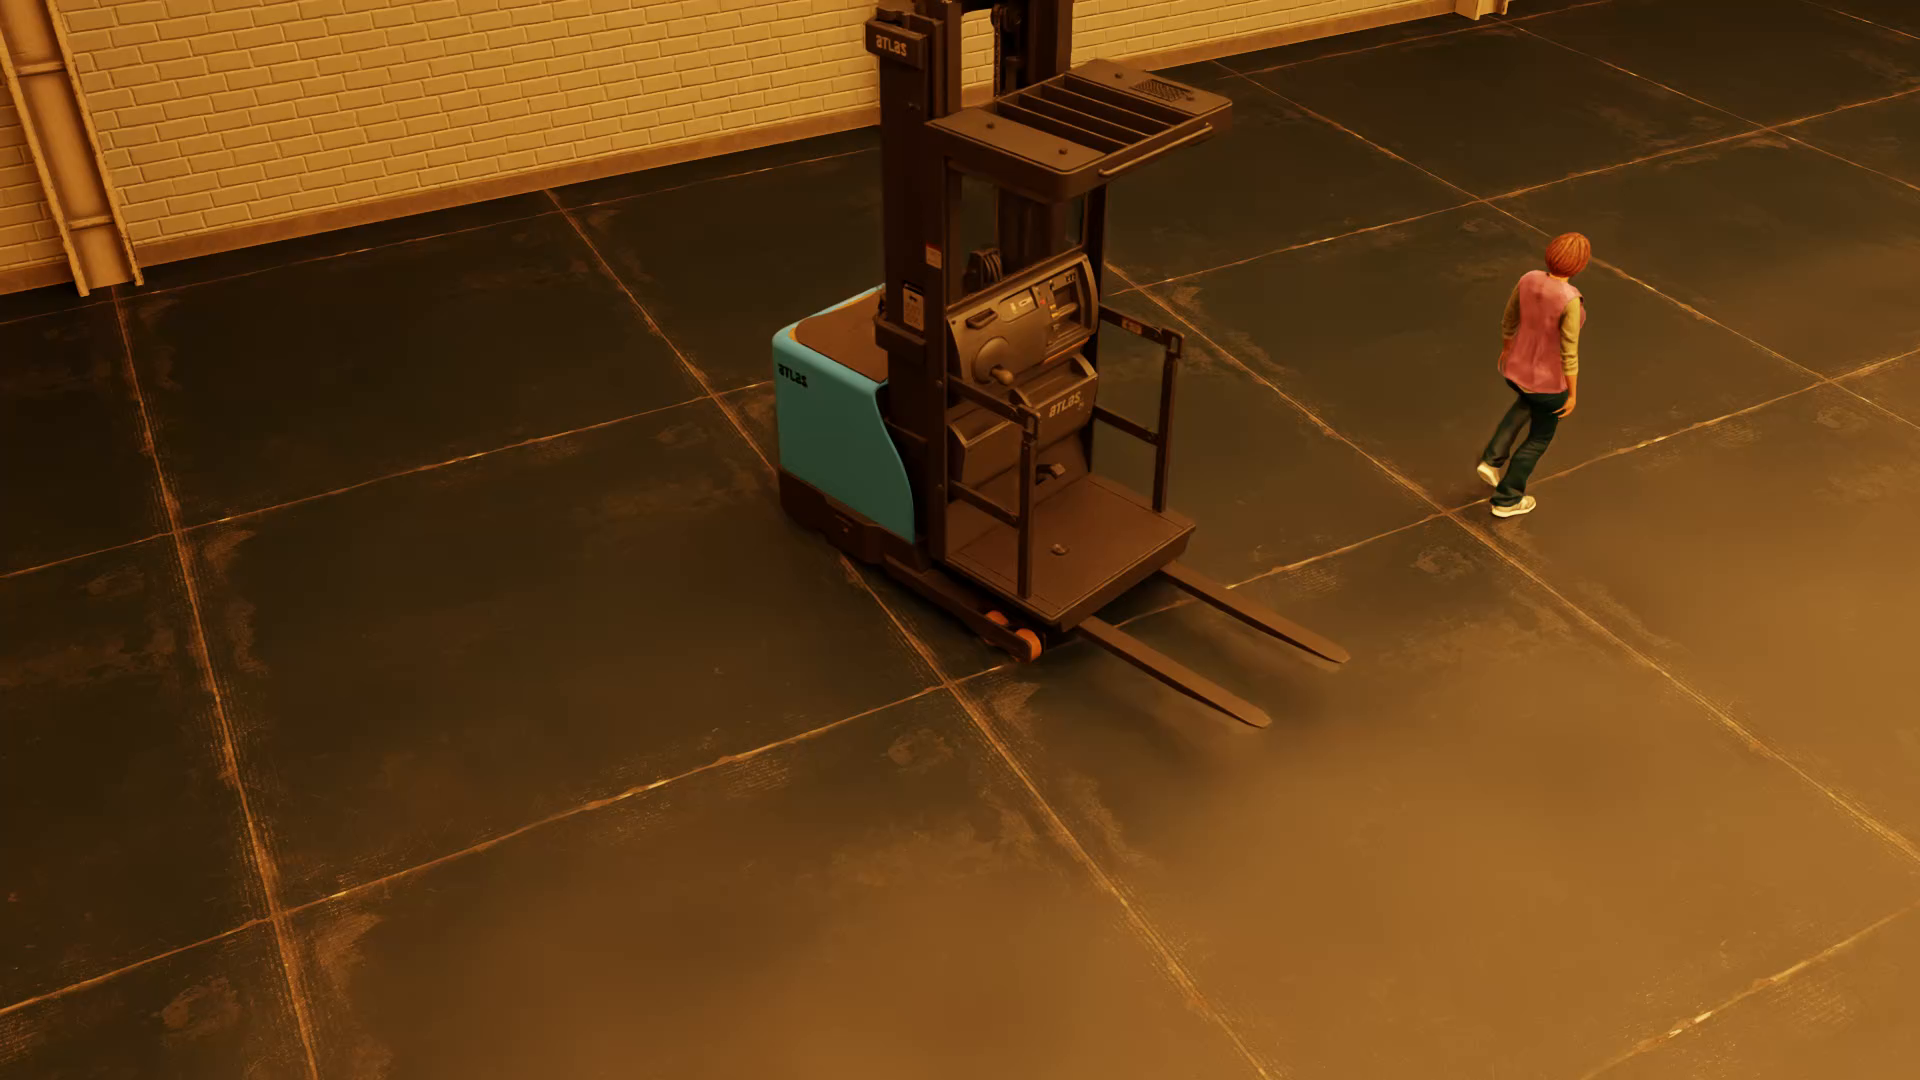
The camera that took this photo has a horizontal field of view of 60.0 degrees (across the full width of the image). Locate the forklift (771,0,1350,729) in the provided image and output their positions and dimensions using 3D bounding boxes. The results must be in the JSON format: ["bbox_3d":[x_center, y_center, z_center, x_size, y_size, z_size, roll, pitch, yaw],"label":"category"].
[{"bbox_3d":[0.450,-0.955,7.474,3.031,2.935,1.130,29,45,35],"label":"forklift"}]

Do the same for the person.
[{"bbox_3d":[2.975,-0.846,8.495,0.425,1.578,0.534,-19,39,-25],"label":"person"}]
